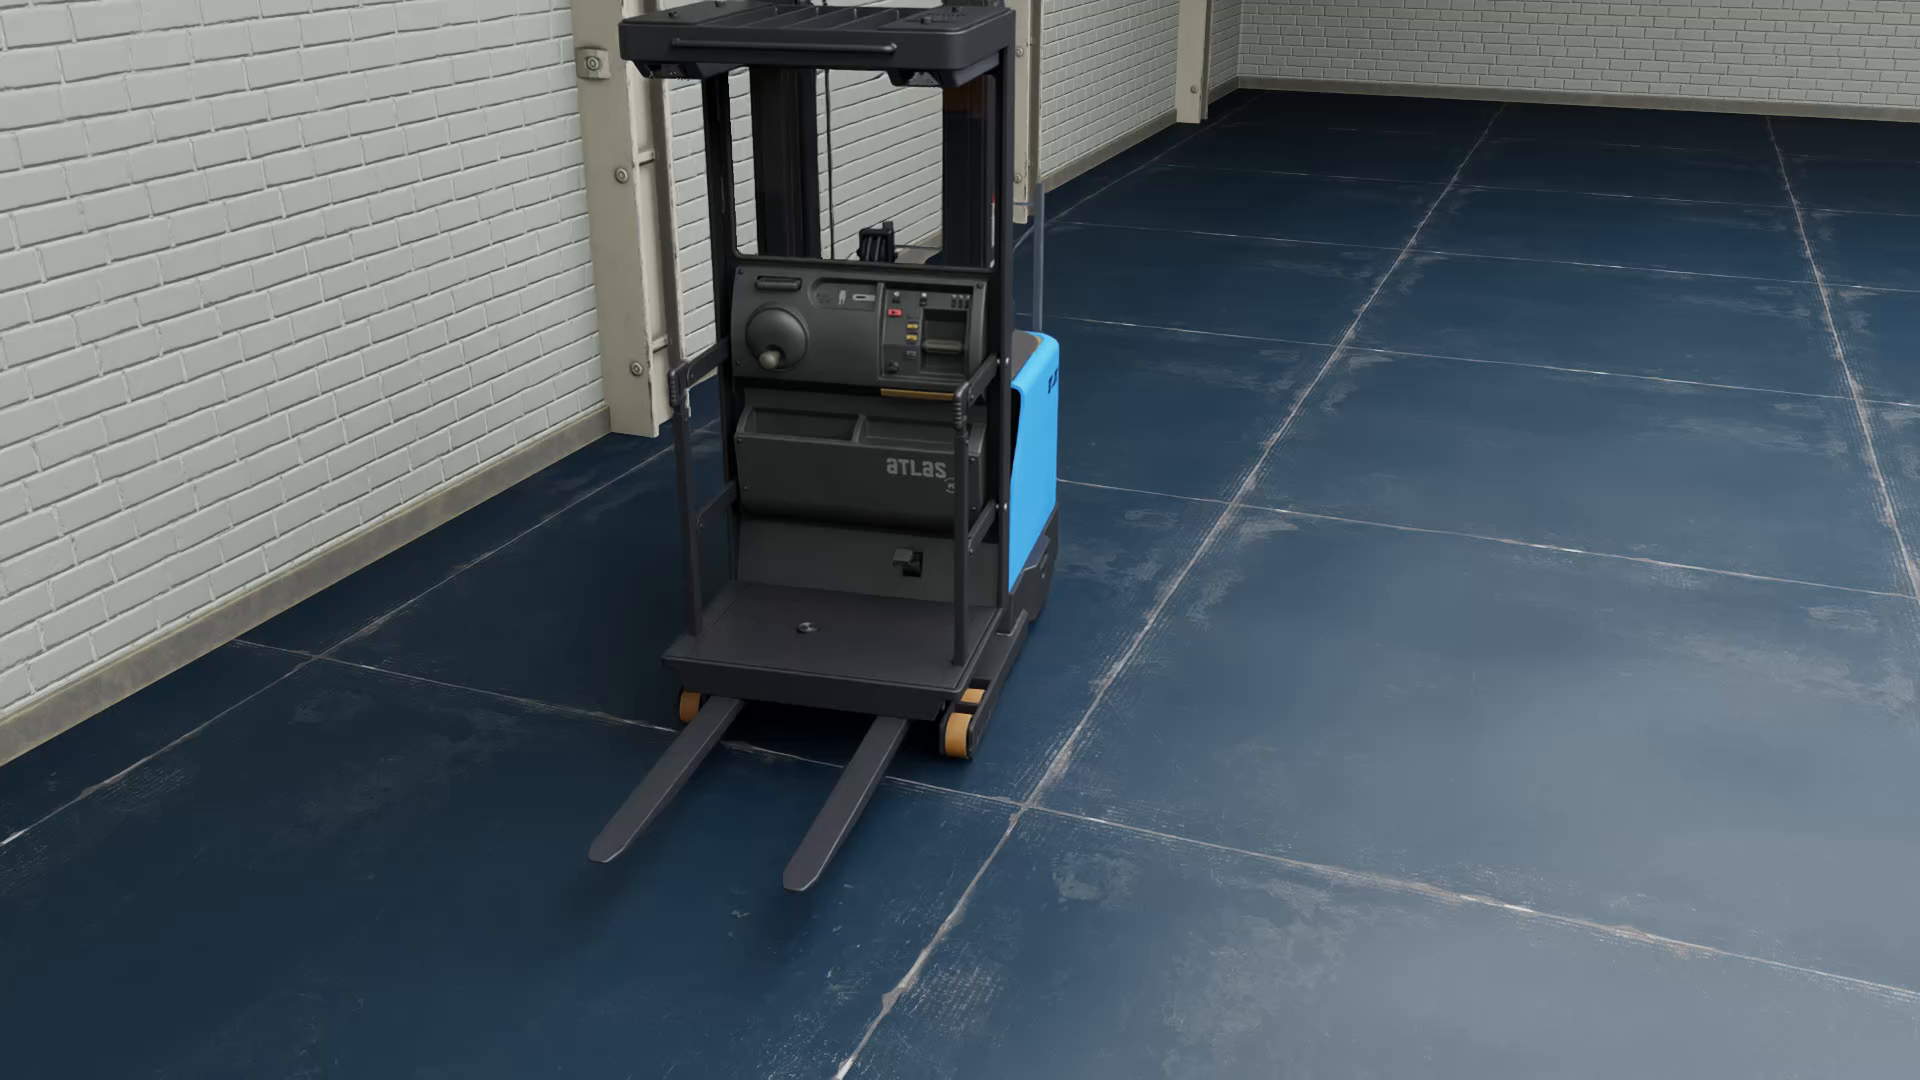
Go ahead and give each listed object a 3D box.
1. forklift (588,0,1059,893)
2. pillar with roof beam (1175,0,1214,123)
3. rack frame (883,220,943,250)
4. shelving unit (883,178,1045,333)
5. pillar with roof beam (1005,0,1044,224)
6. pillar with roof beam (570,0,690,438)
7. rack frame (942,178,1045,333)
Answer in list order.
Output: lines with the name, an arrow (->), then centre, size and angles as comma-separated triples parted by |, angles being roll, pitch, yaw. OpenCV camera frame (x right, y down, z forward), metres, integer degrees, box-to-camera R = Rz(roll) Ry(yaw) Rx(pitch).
forklift -> -0.414, -0.738, 5.714 | 1.130, 2.935, 3.031 | 5, 23, 13
pillar with roof beam -> 6.713, -8.483, 16.383 | 9.100, 9.000, 0.400 | 9, 24, 20
rack frame -> -0.084, -0.654, 7.370 | 0.500, 1.500, 0.032 | 5, 23, 13
shelving unit -> 0.037, -0.844, 7.826 | 0.538, 1.500, 1.048 | 5, 23, 13
pillar with roof beam -> 4.484, -6.336, 11.243 | 9.100, 9.000, 0.400 | 9, 24, 20
pillar with roof beam -> 2.255, -4.189, 6.103 | 9.100, 9.000, 0.400 | 9, 24, 20
rack frame -> 0.158, -1.035, 8.281 | 0.500, 1.500, 0.032 | 5, 23, 13
